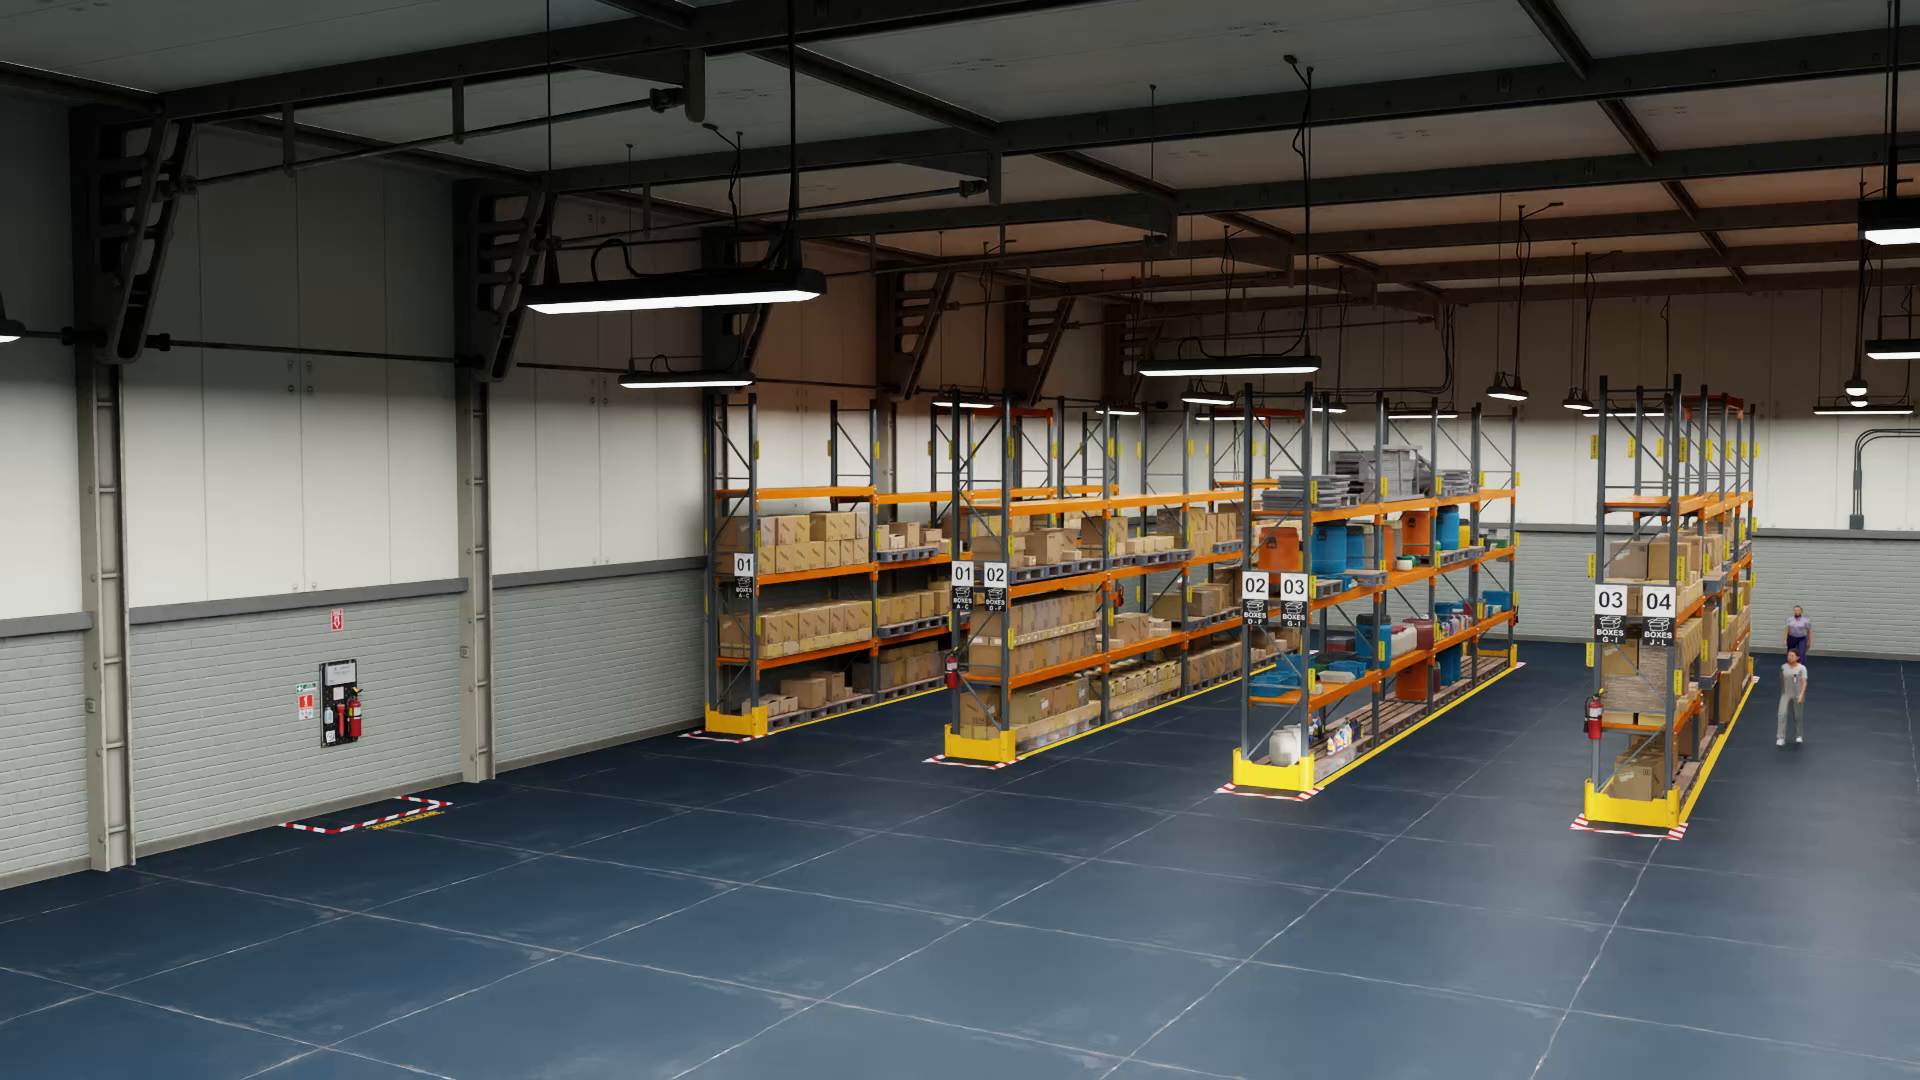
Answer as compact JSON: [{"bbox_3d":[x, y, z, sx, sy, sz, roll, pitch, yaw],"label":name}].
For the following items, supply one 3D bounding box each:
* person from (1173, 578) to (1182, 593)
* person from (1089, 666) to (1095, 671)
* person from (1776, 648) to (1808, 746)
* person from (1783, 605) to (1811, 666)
[{"bbox_3d":[5.654,1.833,42.525,0.565,1.718,1.065,2,3,27],"label":"person"},{"bbox_3d":[2.545,2.122,35.717,0.592,1.634,0.864,3,4,39],"label":"person"},{"bbox_3d":[14.064,2.648,28.121,0.457,1.616,0.977,3,4,40],"label":"person"},{"bbox_3d":[18.368,2.223,36.475,0.539,1.570,1.043,2,3,28],"label":"person"}]
